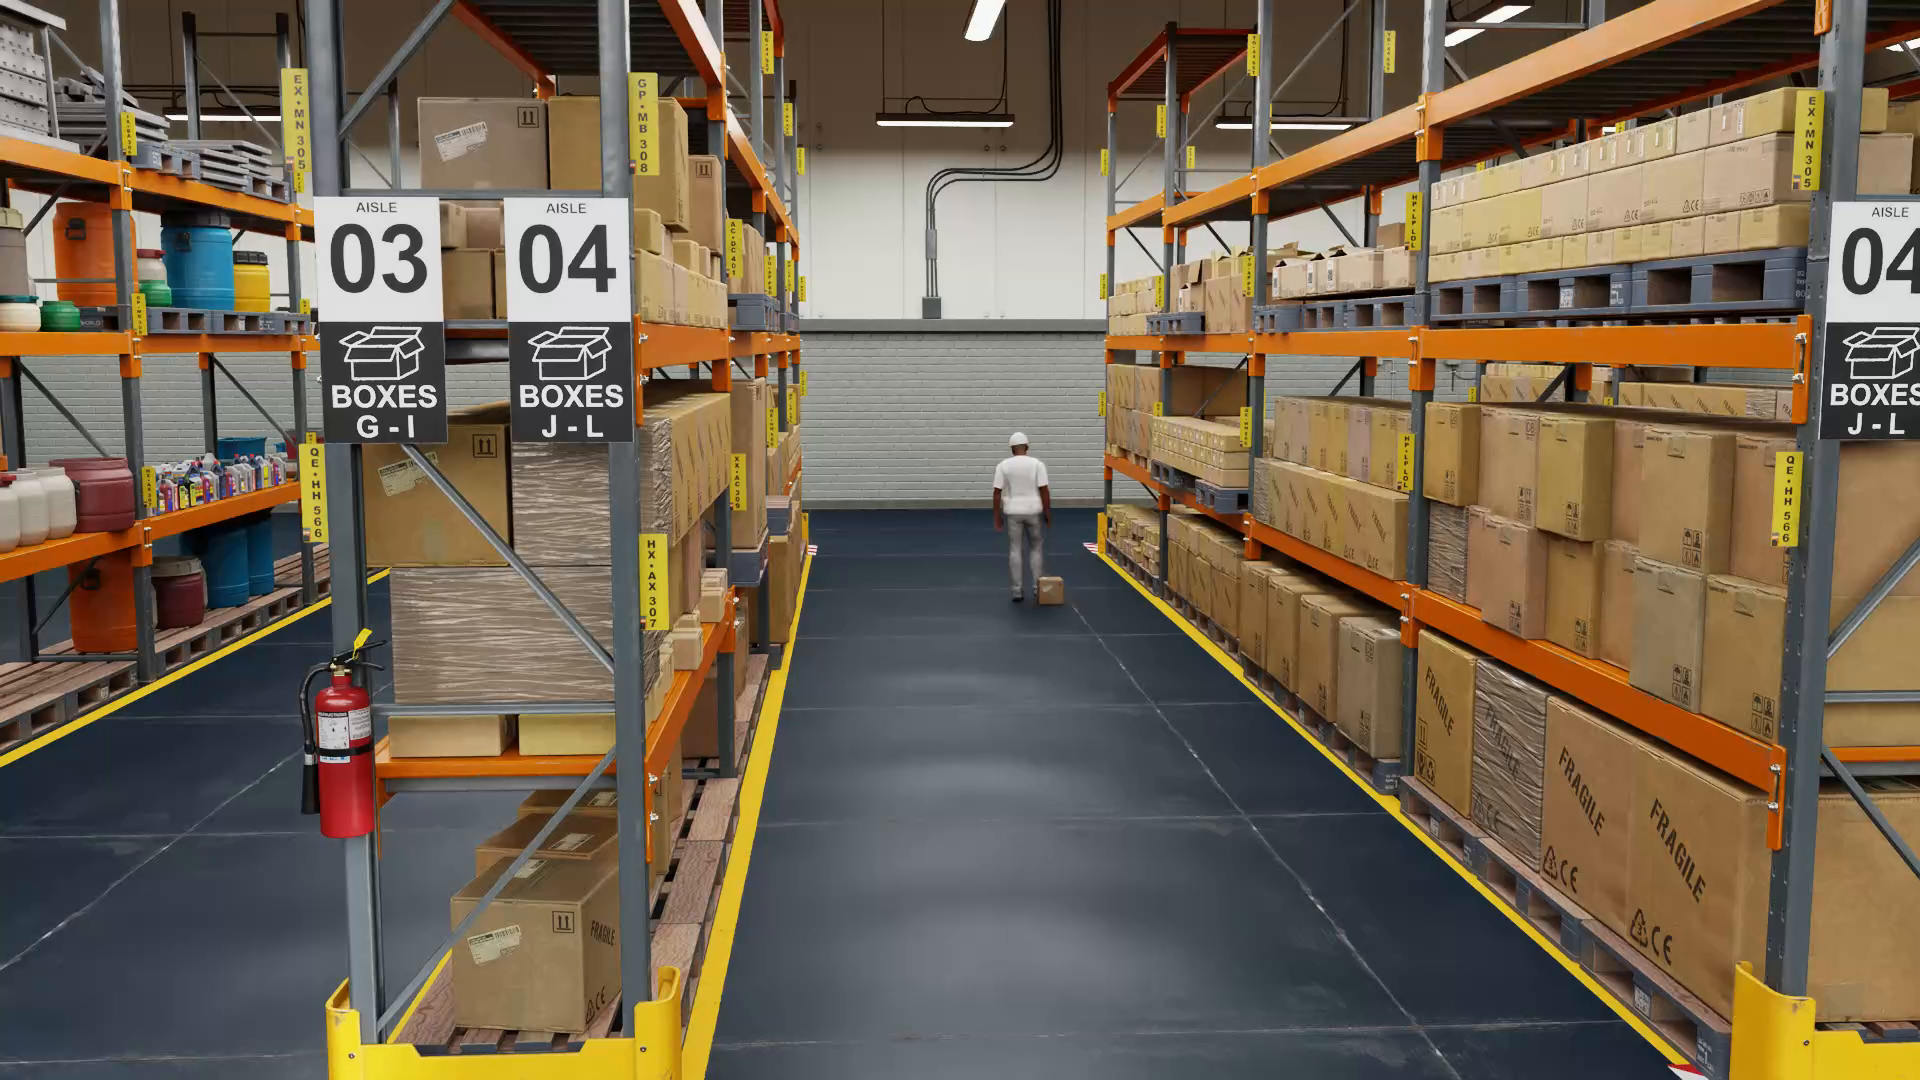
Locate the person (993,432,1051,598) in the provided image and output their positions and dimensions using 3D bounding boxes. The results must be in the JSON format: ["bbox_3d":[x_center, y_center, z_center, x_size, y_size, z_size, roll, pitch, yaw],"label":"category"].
[{"bbox_3d":[0.678,-0.242,17.770,0.655,1.813,0.568,0,7,4],"label":"person"}]
